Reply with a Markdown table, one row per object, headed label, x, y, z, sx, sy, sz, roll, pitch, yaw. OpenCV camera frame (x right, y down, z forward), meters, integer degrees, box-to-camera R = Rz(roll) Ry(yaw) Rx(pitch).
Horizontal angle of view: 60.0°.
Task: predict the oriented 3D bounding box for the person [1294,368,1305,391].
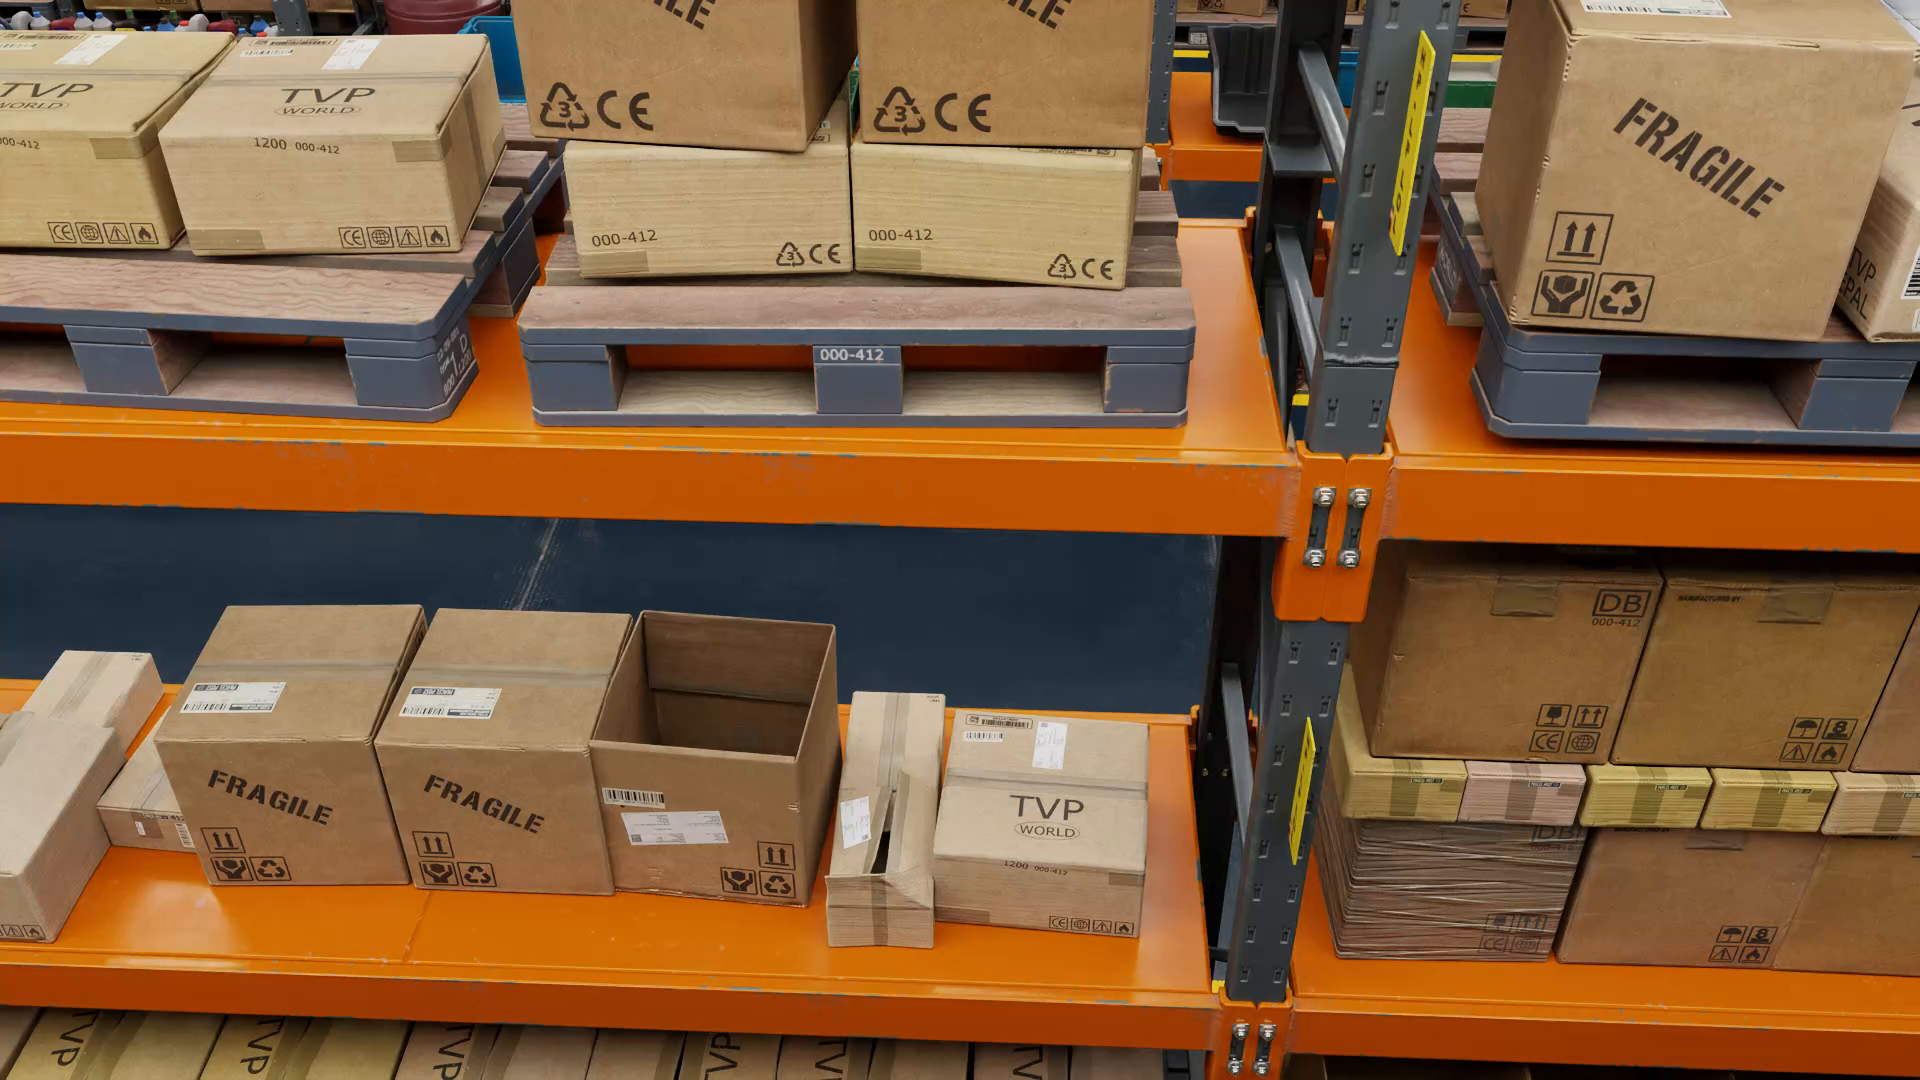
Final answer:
| label | x | y | z | sx | sy | sz | roll | pitch | yaw |
| --- | --- | --- | --- | --- | --- | --- | --- | --- | --- |
| person | 1.100 | -0.552 | 7.462 | 0.866 | 0.947 | 0.412 | 0 | 36 | 0 |
